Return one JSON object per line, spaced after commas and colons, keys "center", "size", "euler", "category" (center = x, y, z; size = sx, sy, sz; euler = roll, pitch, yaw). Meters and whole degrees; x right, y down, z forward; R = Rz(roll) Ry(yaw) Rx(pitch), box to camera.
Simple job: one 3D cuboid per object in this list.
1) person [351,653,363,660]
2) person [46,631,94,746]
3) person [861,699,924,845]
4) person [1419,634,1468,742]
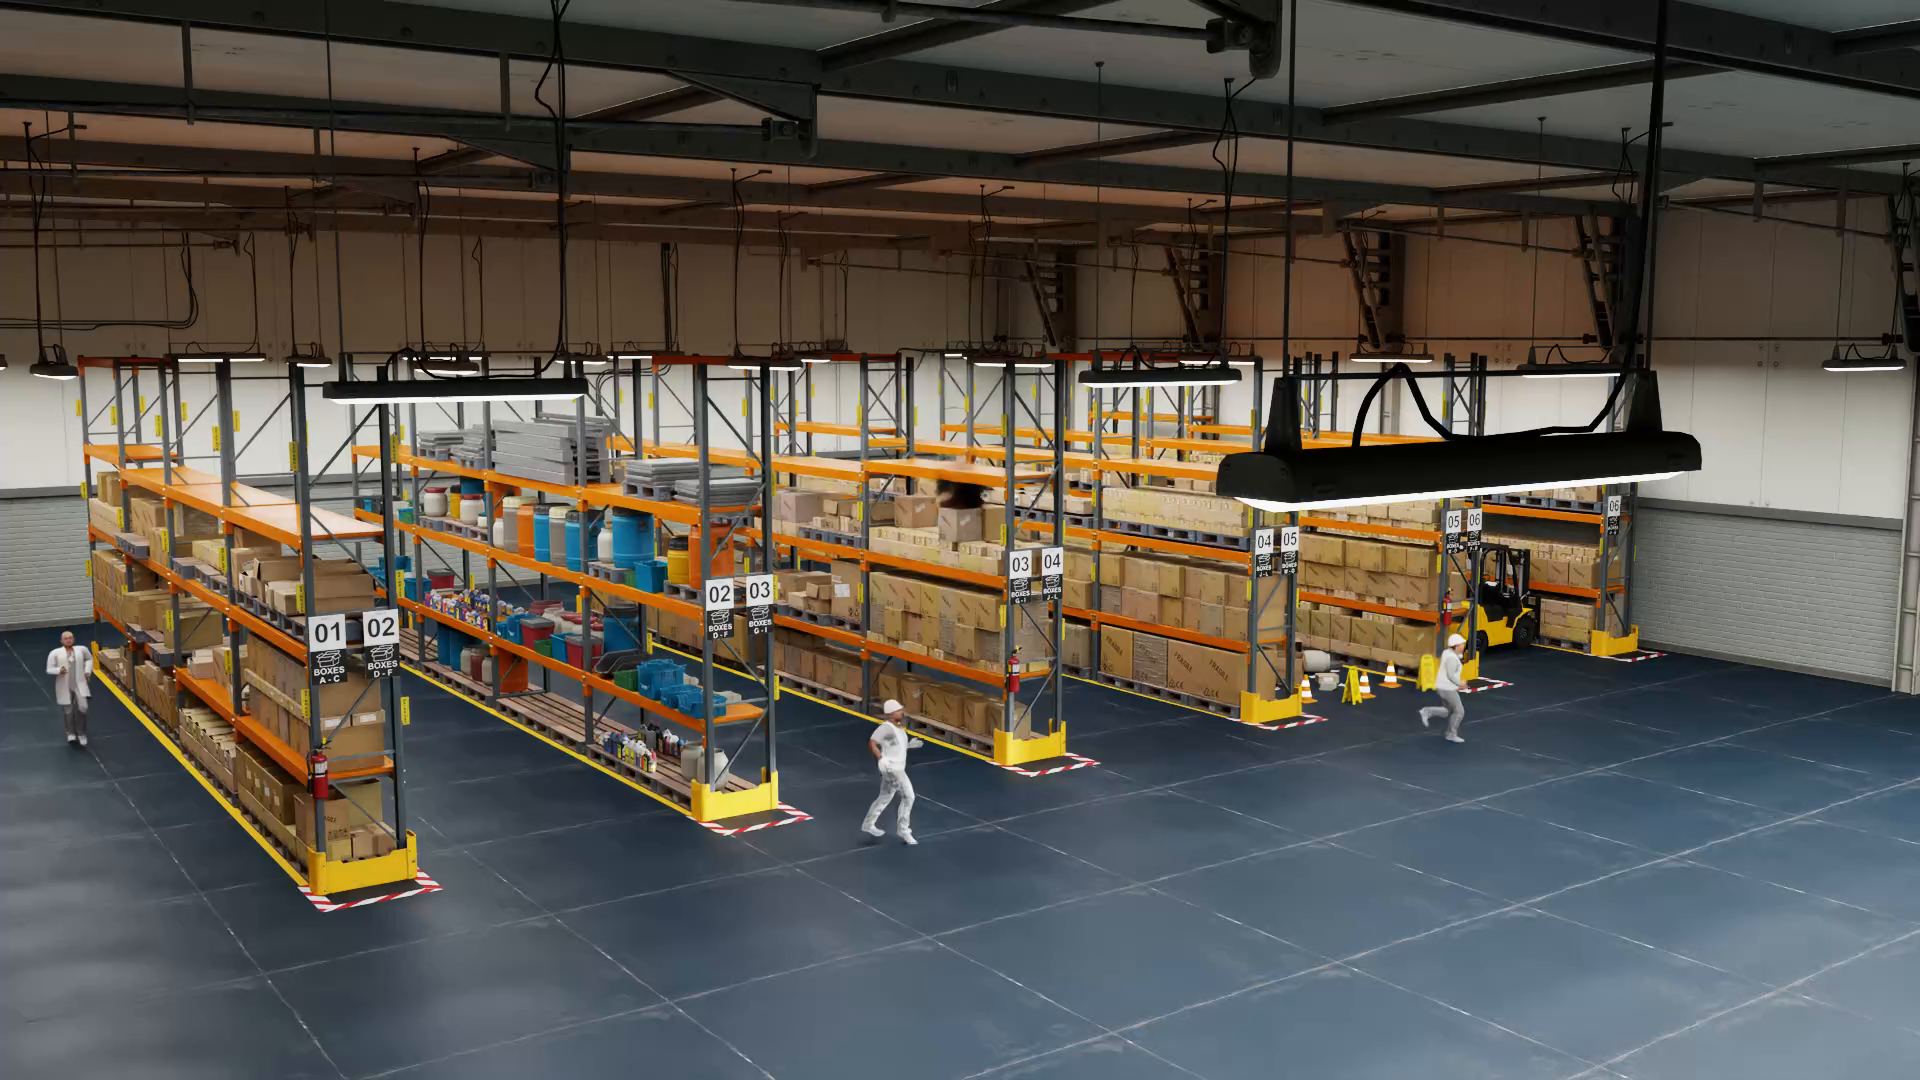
{"center": [-10.195, 2.143, 27.942], "size": [0.593, 1.640, 0.875], "euler": [-6, 9, -39], "category": "person"}
{"center": [-13.826, 2.321, 25.913], "size": [0.685, 1.804, 0.754], "euler": [-5, 8, -34], "category": "person"}
{"center": [-0.855, 2.919, 20.938], "size": [0.793, 1.848, 0.658], "euler": [0, 7, 0], "category": "person"}
{"center": [7.605, 2.332, 26.146], "size": [0.710, 1.742, 0.684], "euler": [1, 7, 5], "category": "person"}
